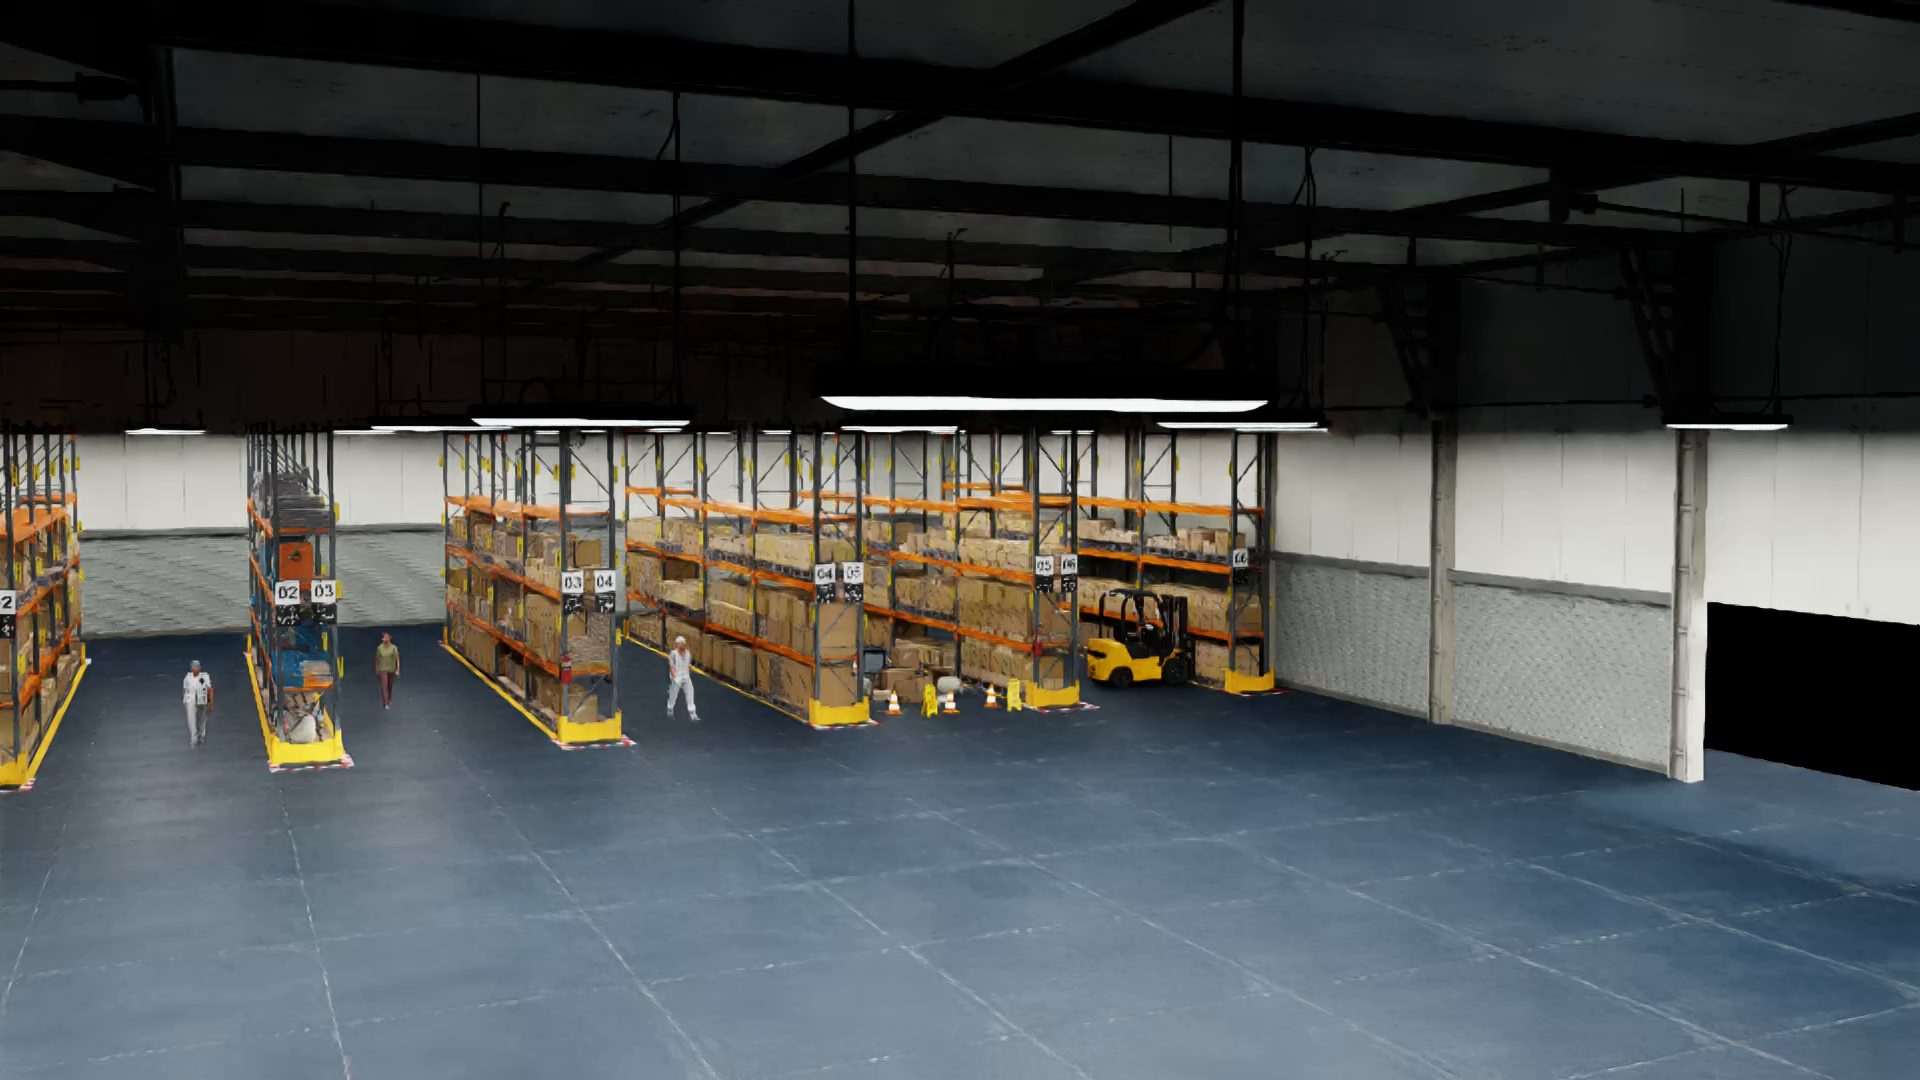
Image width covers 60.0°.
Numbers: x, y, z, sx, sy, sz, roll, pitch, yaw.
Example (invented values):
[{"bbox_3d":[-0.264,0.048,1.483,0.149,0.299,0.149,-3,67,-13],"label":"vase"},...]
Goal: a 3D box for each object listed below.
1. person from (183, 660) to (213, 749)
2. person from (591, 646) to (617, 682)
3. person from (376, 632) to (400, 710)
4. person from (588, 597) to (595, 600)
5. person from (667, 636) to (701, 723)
[{"bbox_3d":[-14.033,2.999,30.641,0.493,1.605,0.981,-2,4,-26],"label":"person"},{"bbox_3d":[-8.280,2.483,38.597,0.677,1.671,0.534,-2,4,-26],"label":"person"},{"bbox_3d":[-12.023,2.725,34.972,0.456,1.612,1.019,-2,4,-26],"label":"person"},{"bbox_3d":[-10.568,1.972,47.436,0.625,1.593,0.517,-1,4,-23],"label":"person"},{"bbox_3d":[-5.570,2.771,33.209,0.528,1.727,1.032,-2,4,-33],"label":"person"}]
